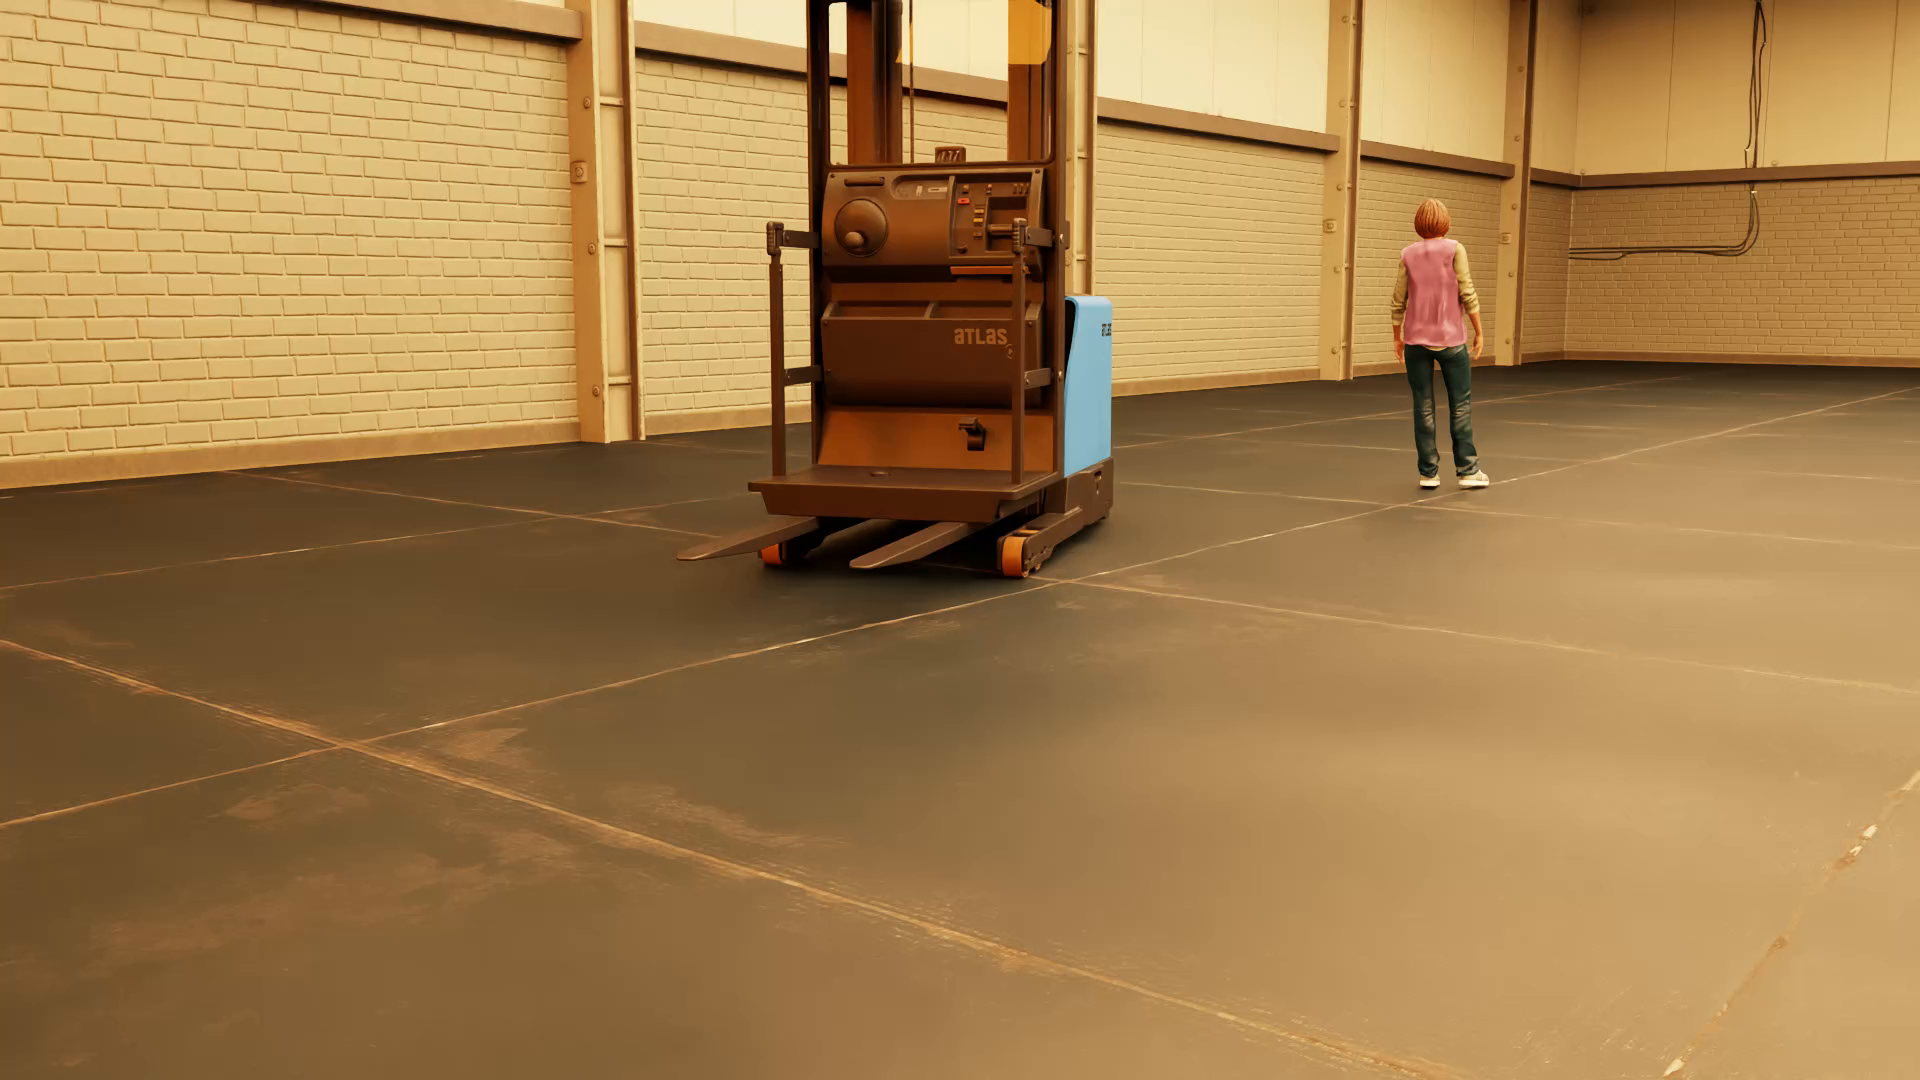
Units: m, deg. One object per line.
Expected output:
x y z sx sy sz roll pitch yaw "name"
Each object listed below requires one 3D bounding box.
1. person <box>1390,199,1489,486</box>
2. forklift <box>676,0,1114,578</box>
2.692 -1.094 9.314 0.521 1.599 0.473 5 10 31 "person"
-0.176 -1.366 6.616 1.130 2.935 3.031 3 9 17 "forklift"
